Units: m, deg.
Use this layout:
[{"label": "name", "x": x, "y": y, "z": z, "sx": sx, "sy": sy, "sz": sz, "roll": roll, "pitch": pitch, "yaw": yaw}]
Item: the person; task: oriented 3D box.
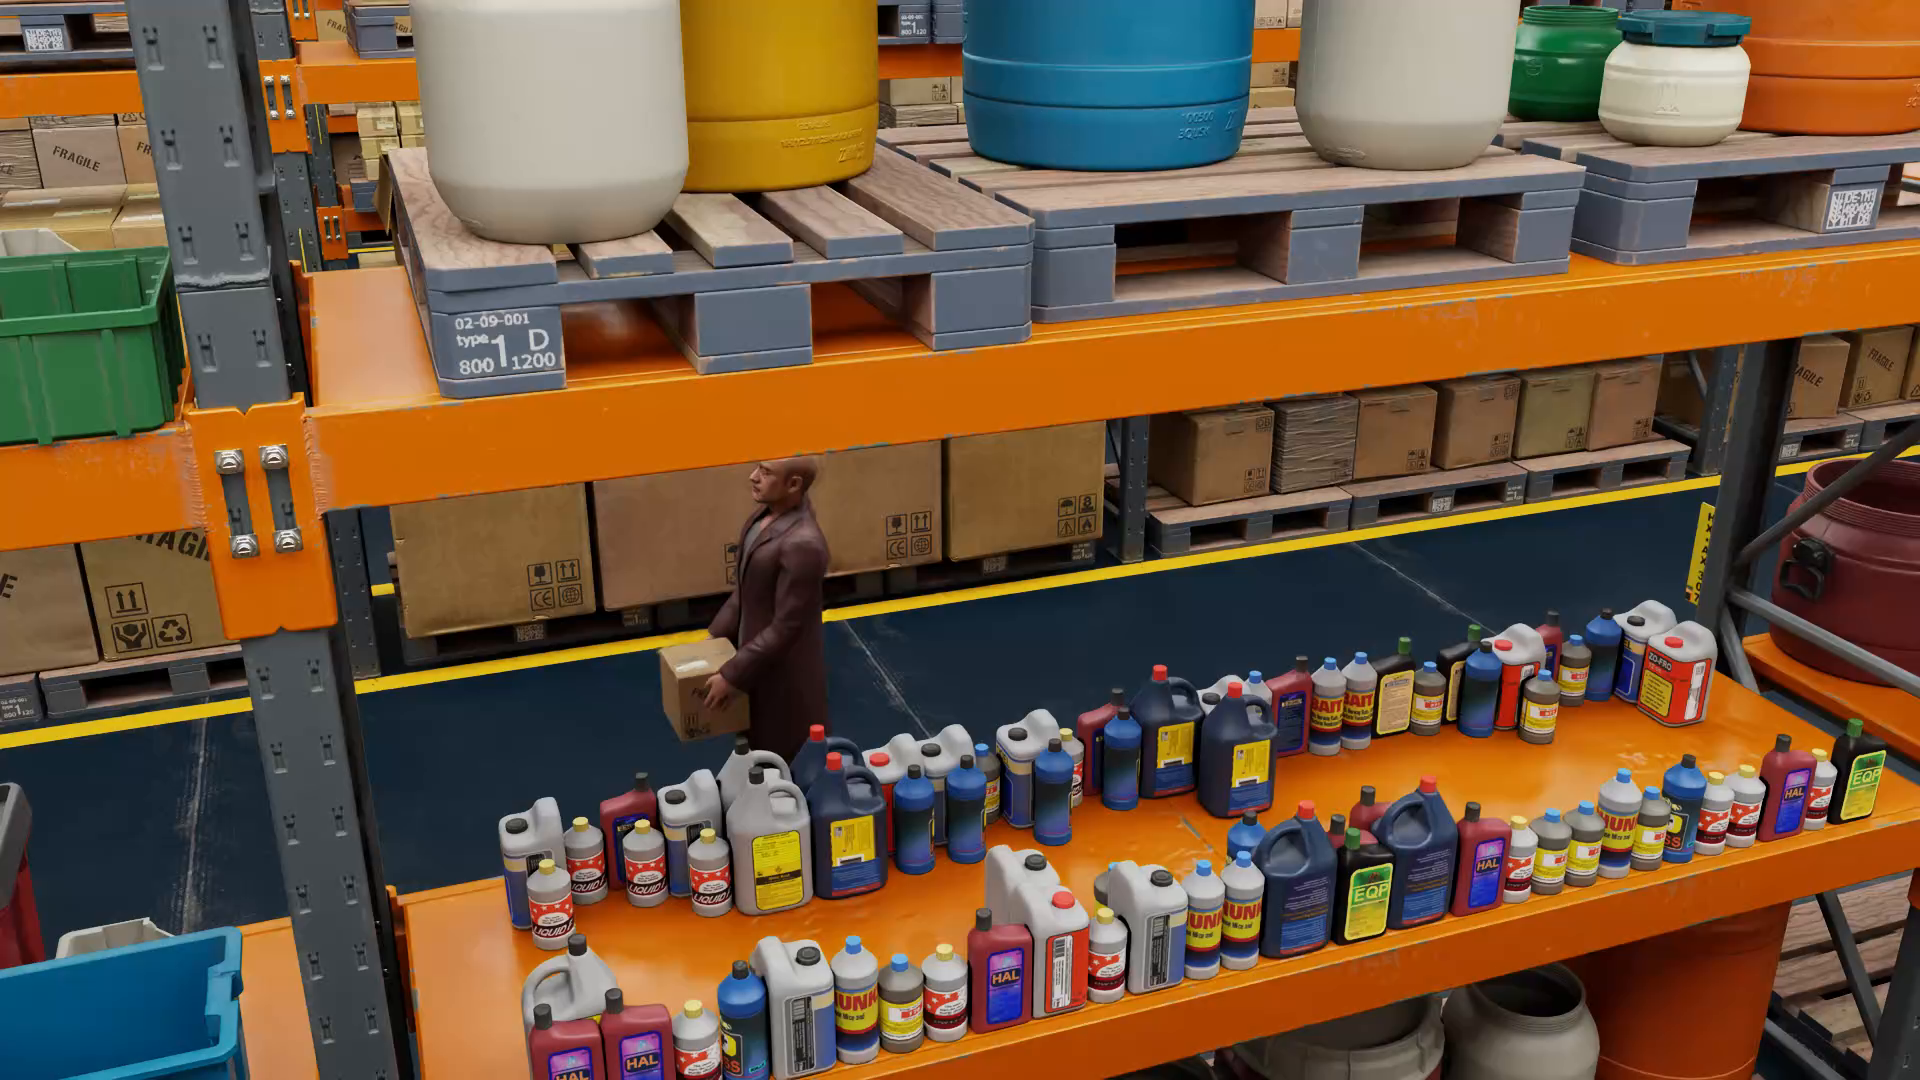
[{"label": "person", "x": -0.729, "y": 0.528, "z": 5.915, "sx": 0.547, "sy": 1.692, "sz": 0.571, "roll": -8, "pitch": 23, "yaw": -18}]
